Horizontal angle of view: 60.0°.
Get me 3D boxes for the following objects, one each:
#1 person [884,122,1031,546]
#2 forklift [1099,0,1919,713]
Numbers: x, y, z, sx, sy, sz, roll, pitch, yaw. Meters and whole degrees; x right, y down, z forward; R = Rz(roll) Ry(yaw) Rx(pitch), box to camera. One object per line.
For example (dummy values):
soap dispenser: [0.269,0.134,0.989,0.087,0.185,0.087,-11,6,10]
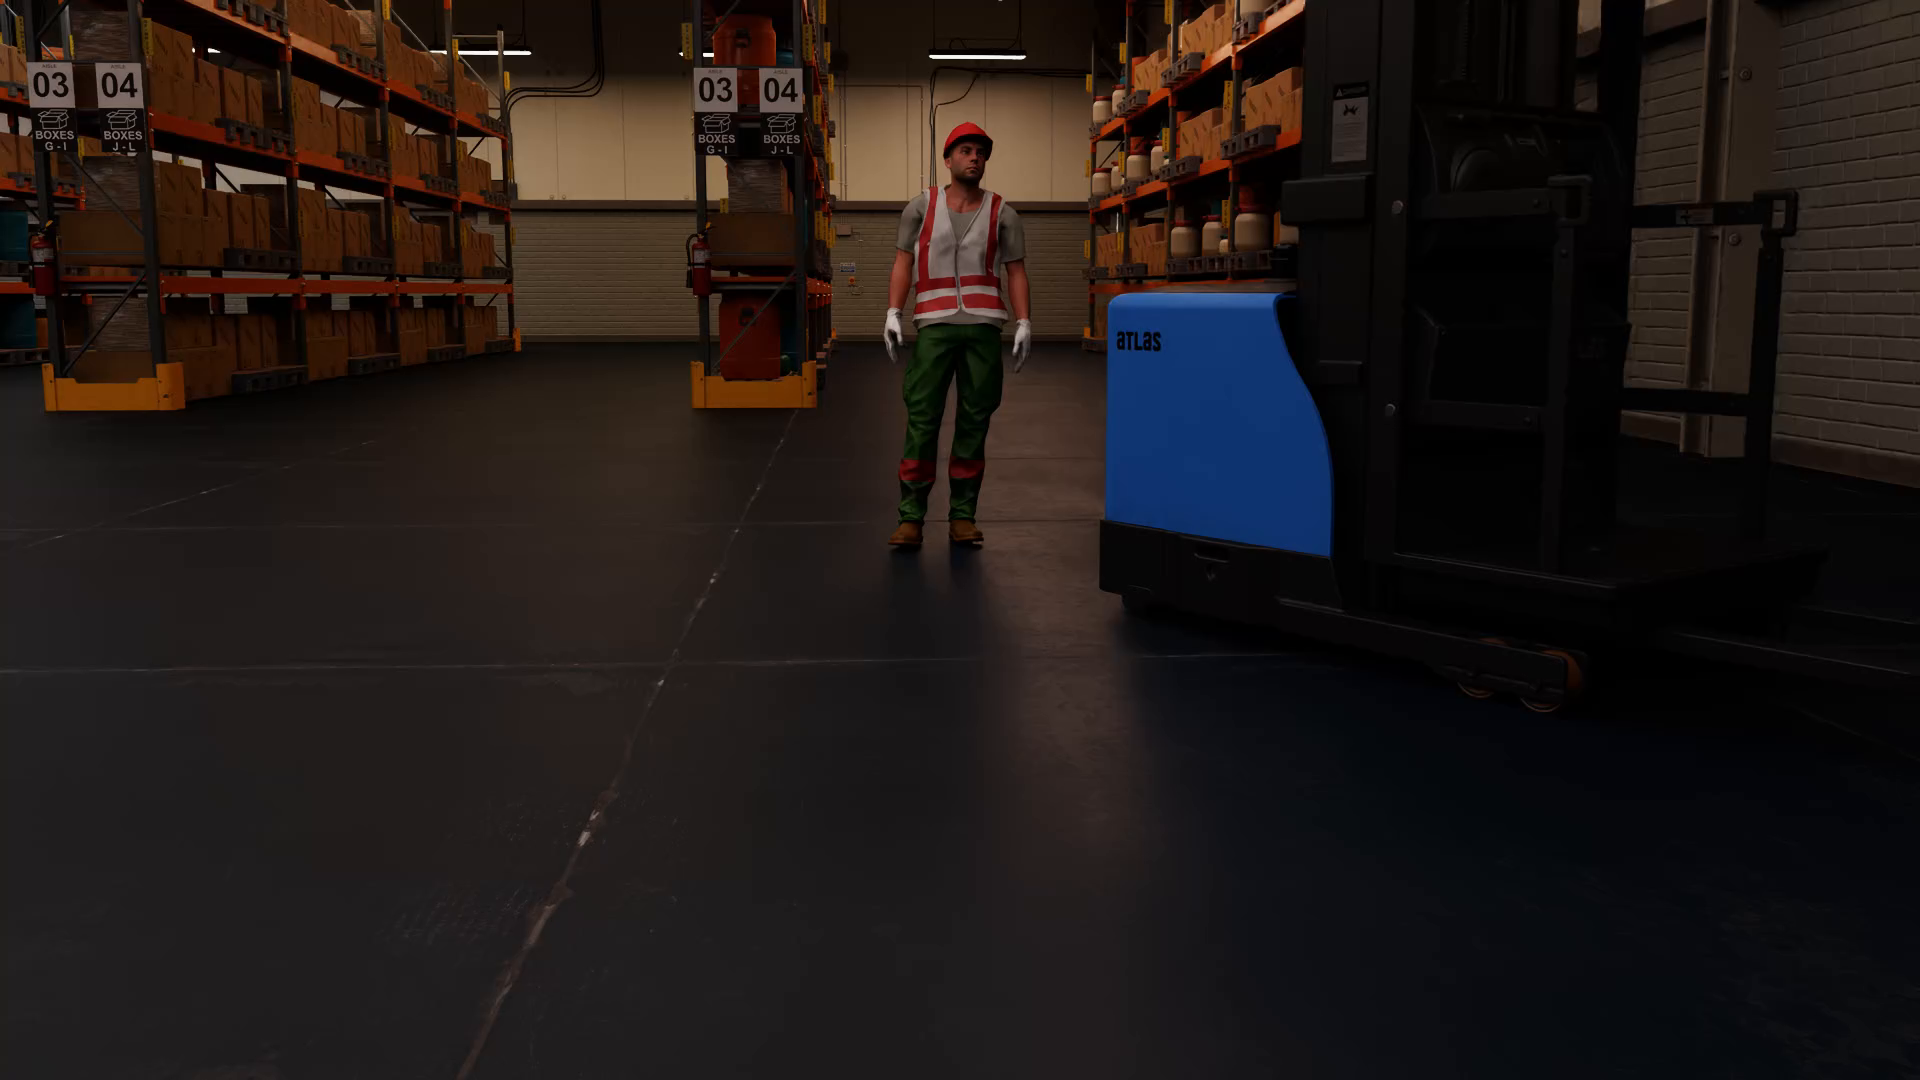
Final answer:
person: [-0.006,-0.880,7.097,0.638,1.789,0.562,-1,8,-4]
forklift: [1.760,-1.083,4.623,1.130,2.935,3.031,-6,10,-36]
